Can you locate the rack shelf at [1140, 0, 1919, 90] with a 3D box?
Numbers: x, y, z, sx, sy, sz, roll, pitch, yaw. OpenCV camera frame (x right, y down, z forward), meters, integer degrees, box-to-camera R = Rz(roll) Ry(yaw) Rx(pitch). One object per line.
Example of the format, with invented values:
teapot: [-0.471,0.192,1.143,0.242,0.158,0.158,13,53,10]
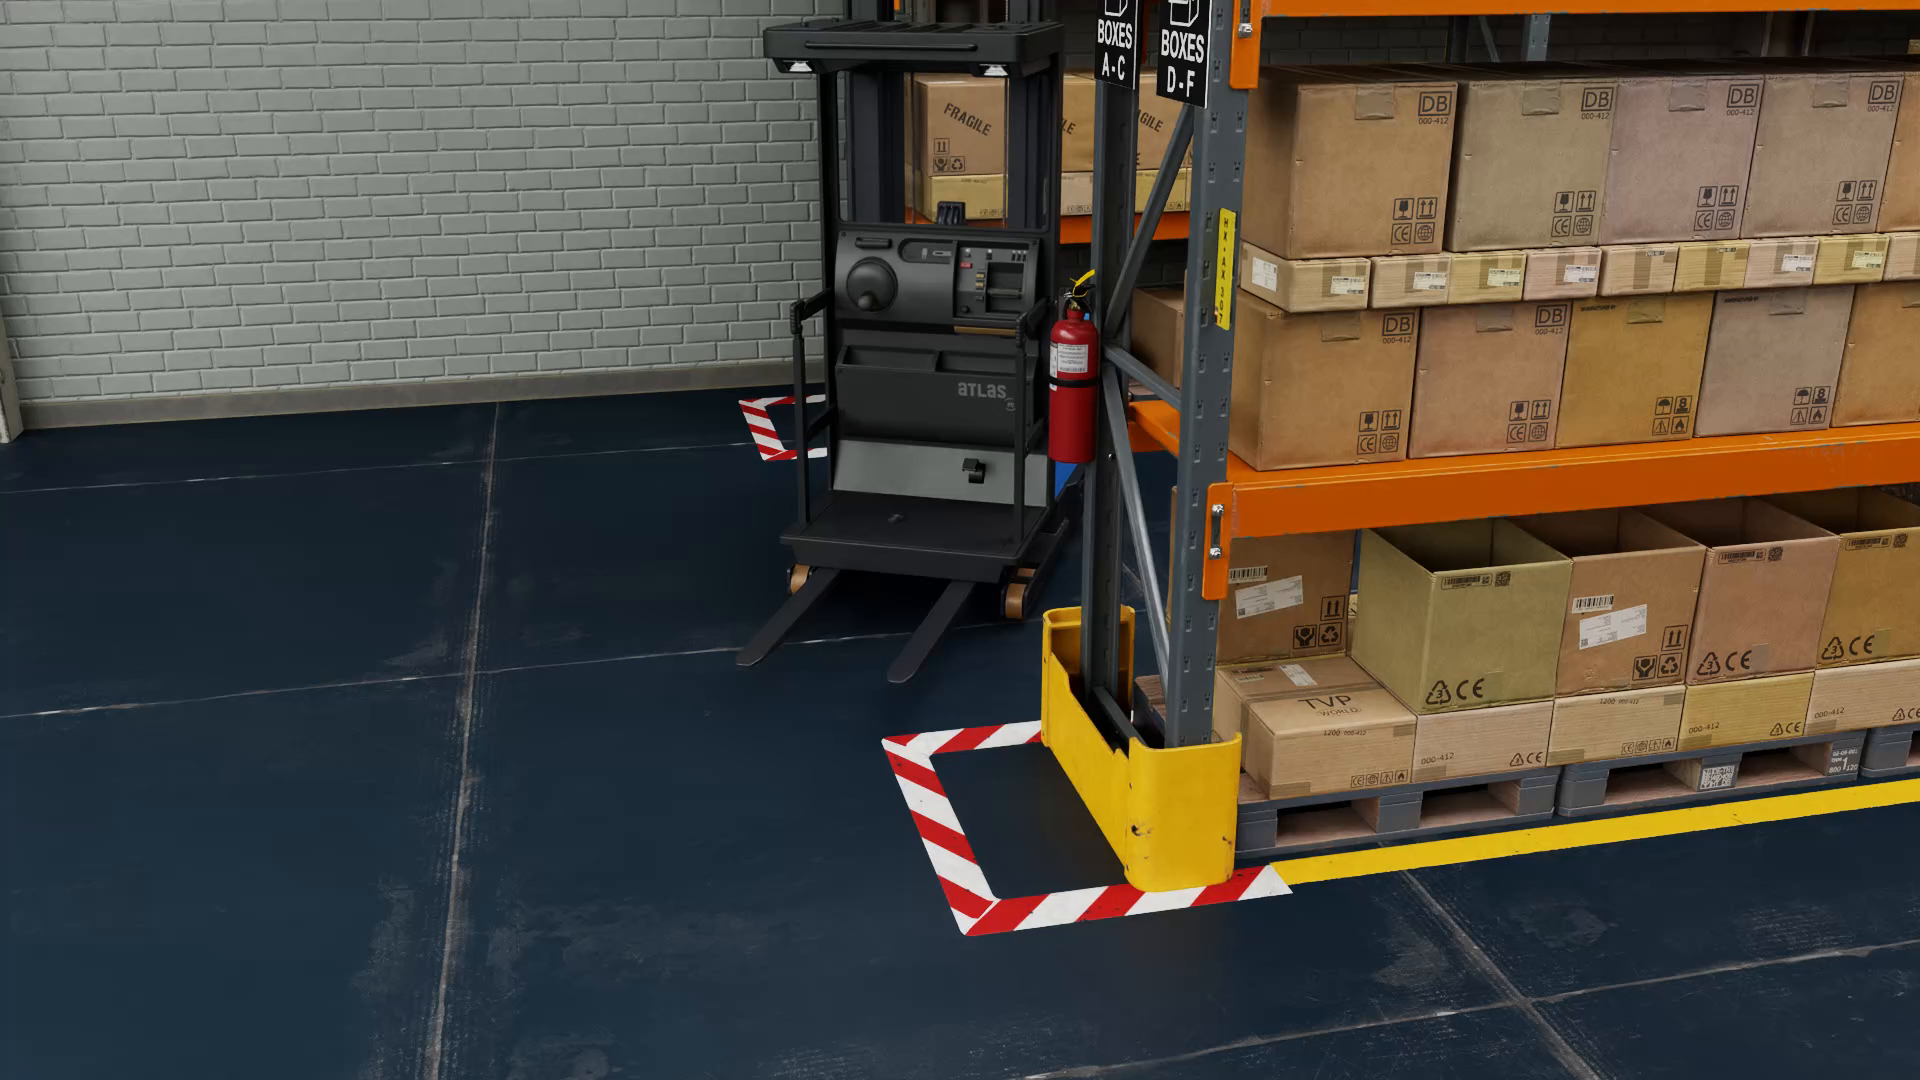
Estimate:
rack shelf: [2.563,-1.727,5.354,4.000,0.370,1.077,-5,21,-12]

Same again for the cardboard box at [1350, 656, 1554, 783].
cardboard box: [1.676,0.587,5.739,0.500,0.250,0.500,-5,21,-12]

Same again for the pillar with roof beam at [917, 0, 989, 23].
pillar with roof beam: [0.946,-3.877,5.816,0.400,9.000,9.100,-5,21,-12]

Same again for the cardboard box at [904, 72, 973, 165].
cardboard box: [-0.117,-2.556,10.029,0.500,0.500,0.500,-5,21,-13]

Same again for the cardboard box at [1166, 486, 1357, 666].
cardboard box: [1.070,0.101,5.973,0.500,0.500,0.500,-5,21,-12]

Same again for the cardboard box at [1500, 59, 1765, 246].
cardboard box: [2.127,-1.275,5.402,0.500,0.500,0.700,-5,21,-12]

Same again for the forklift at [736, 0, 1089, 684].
forklift: [-0.157,-1.167,7.240,1.130,2.935,3.031,5,21,14]

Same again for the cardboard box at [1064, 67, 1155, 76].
cardboard box: [0.878,-2.635,10.245,0.500,0.500,0.500,-5,21,-14]

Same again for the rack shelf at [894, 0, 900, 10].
rack shelf: [1.420,-3.385,9.880,4.000,0.370,1.077,-5,21,-12]

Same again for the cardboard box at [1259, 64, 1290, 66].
cardboard box: [1.870,-2.719,10.476,0.500,0.500,0.500,-4,21,-11]

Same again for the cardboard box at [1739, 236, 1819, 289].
cardboard box: [2.544,-0.930,5.404,0.250,0.149,0.380,-4,21,-12]

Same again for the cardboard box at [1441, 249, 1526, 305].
cardboard box: [1.548,-0.850,5.185,0.250,0.149,0.380,-5,21,-12]

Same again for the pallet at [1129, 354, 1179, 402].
pallet: [1.531,-1.001,10.739,1.213,0.211,1.003,-5,21,-12]

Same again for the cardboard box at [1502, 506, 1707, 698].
cardboard box: [2.160,0.191,5.728,0.500,0.500,0.500,-5,21,-12]

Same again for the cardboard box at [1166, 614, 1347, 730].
cardboard box: [1.071,0.454,6.100,0.500,0.250,0.500,-5,21,-12]

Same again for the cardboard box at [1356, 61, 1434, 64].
cardboard box: [2.861,-2.797,10.687,0.500,0.500,0.500,-5,21,-14]

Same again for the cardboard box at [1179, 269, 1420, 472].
cardboard box: [1.074,-0.578,5.386,0.500,0.500,0.700,-5,21,-12]

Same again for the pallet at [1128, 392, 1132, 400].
pallet: [0.346,-0.905,10.479,1.213,0.211,1.003,-5,21,-12]

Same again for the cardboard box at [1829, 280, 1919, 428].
cardboard box: [3.078,-0.742,5.835,0.500,0.500,0.700,-4,21,-12]

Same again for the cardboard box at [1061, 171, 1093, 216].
cardboard box: [0.523,-2.073,9.803,0.500,0.250,0.500,-5,21,-14]

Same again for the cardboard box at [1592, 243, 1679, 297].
cardboard box: [2.053,-0.891,5.298,0.250,0.149,0.380,-5,21,-14]

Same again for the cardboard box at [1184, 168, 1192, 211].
cardboard box: [1.513,-2.151,10.014,0.500,0.250,0.500,-4,21,-12]

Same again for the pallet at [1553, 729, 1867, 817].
pallet: [2.536,0.641,6.257,1.213,0.211,1.003,-5,21,-12]

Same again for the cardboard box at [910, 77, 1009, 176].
cardboard box: [0.007,-2.384,9.562,0.500,0.500,0.500,-5,21,-12]

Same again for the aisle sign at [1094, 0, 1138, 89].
aisle sign: [0.485,-1.812,5.121,0.004,0.787,0.394,-5,21,-12]

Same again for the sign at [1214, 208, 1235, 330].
sign: [0.739,-0.756,4.643,0.005,0.325,0.100,-5,21,-12]

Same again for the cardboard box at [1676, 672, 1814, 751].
cardboard box: [2.650,0.509,5.950,0.500,0.250,0.500,-5,21,-12]

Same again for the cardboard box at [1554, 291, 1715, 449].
cardboard box: [2.069,-0.658,5.606,0.500,0.500,0.700,-5,21,-12]

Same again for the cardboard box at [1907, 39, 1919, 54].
cardboard box: [6.620,-3.280,11.179,0.250,0.149,0.380,-8,22,-22]

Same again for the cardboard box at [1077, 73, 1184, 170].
cardboard box: [0.995,-2.459,9.765,0.500,0.500,0.500,-5,21,-14]

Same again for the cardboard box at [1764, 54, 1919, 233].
cardboard box: [3.100,-1.354,5.618,0.500,0.500,0.700,-5,21,-12]

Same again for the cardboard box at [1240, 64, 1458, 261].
cardboard box: [1.126,-1.191,5.174,0.500,0.500,0.700,-5,21,-12]

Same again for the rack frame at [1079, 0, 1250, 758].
rack frame: [0.617,-0.498,5.314,0.127,3.000,1.000,-5,21,-12]

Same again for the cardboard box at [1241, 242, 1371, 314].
cardboard box: [1.048,-0.809,5.073,0.250,0.149,0.380,-5,21,-13]

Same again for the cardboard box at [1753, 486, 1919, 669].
cardboard box: [3.134,0.113,5.941,0.500,0.500,0.500,-5,21,-12]

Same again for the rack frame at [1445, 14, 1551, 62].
rack frame: [3.366,-2.473,10.704,0.127,3.000,1.000,-5,21,-12]

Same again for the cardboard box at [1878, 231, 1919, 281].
cardboard box: [3.058,-0.973,5.522,0.250,0.149,0.380,-4,21,-11]
